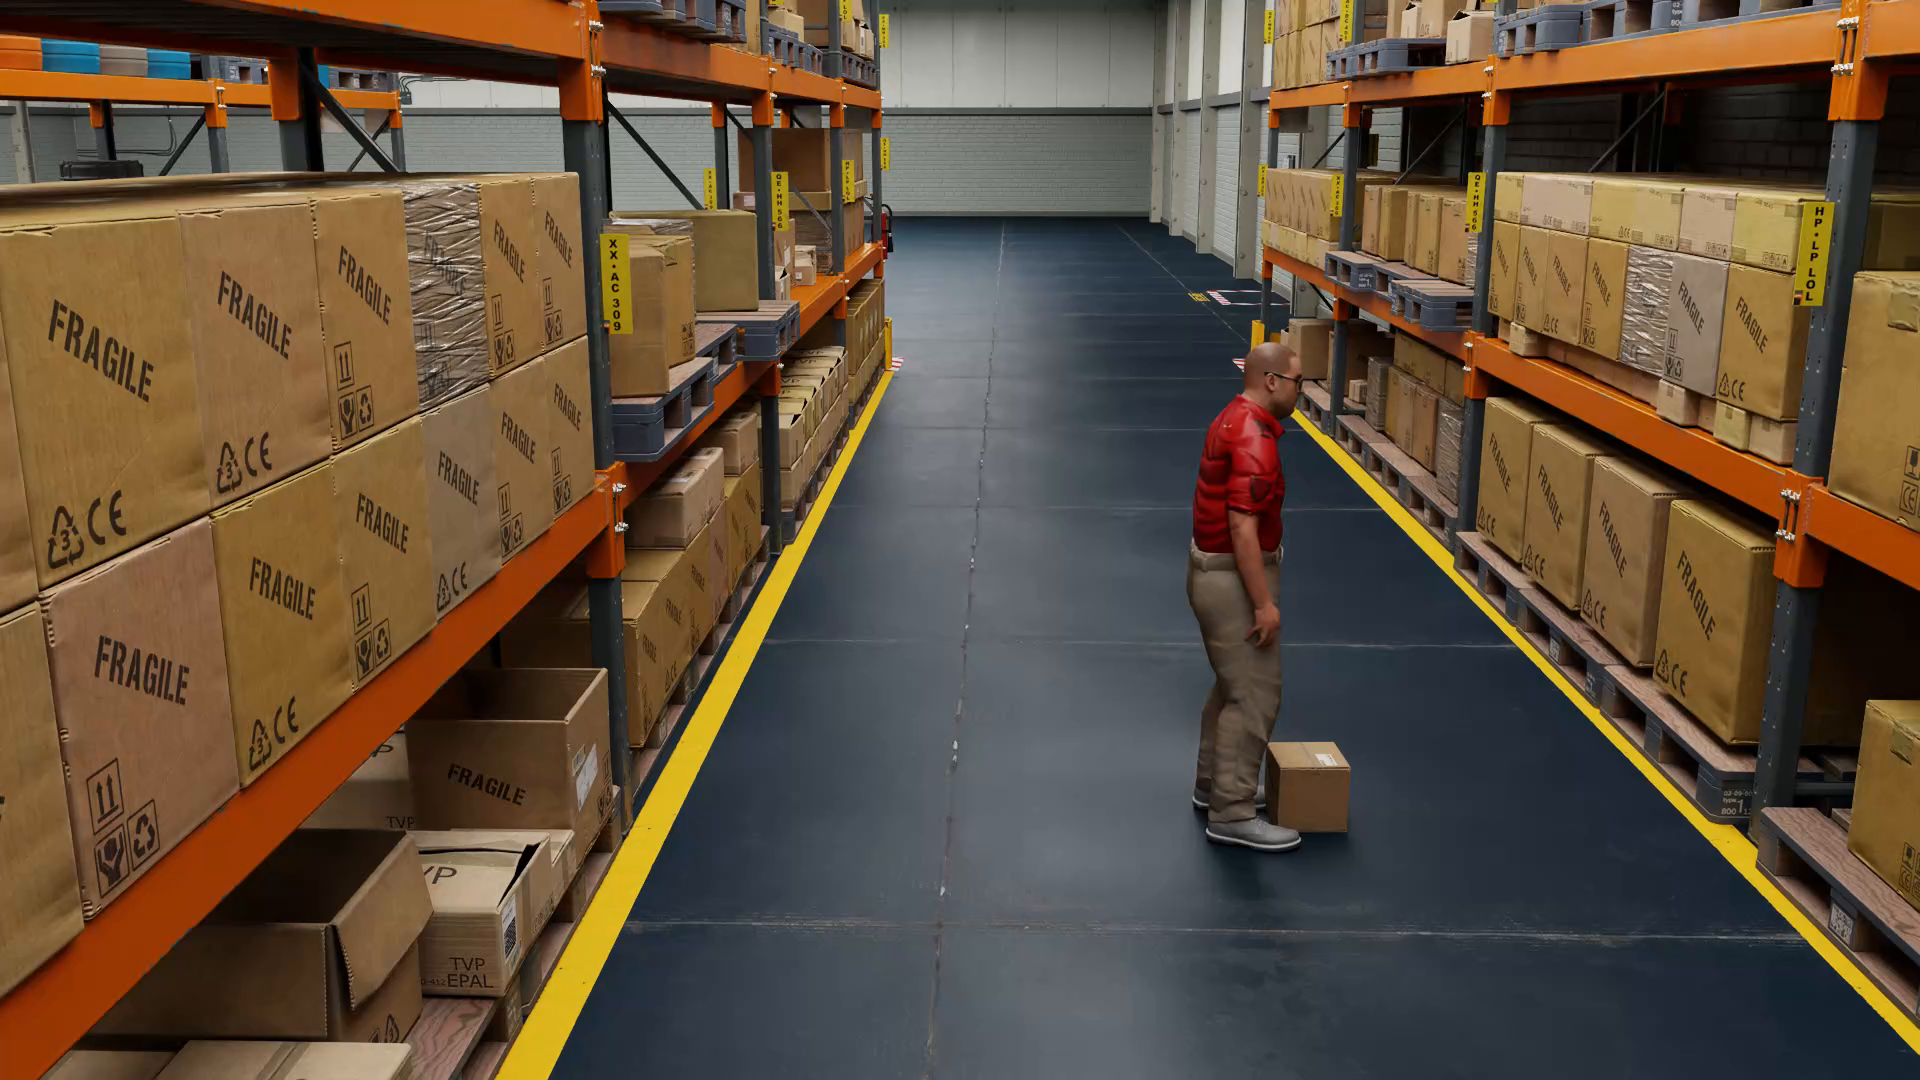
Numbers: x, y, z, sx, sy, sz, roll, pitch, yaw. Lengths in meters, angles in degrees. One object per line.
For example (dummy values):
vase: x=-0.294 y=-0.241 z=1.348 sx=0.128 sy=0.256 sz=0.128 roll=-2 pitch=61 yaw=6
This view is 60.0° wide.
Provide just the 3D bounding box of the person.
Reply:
person: x=0.997 y=0.174 z=5.817 sx=0.390 sy=1.727 sz=0.585 roll=0 pitch=14 yaw=1
